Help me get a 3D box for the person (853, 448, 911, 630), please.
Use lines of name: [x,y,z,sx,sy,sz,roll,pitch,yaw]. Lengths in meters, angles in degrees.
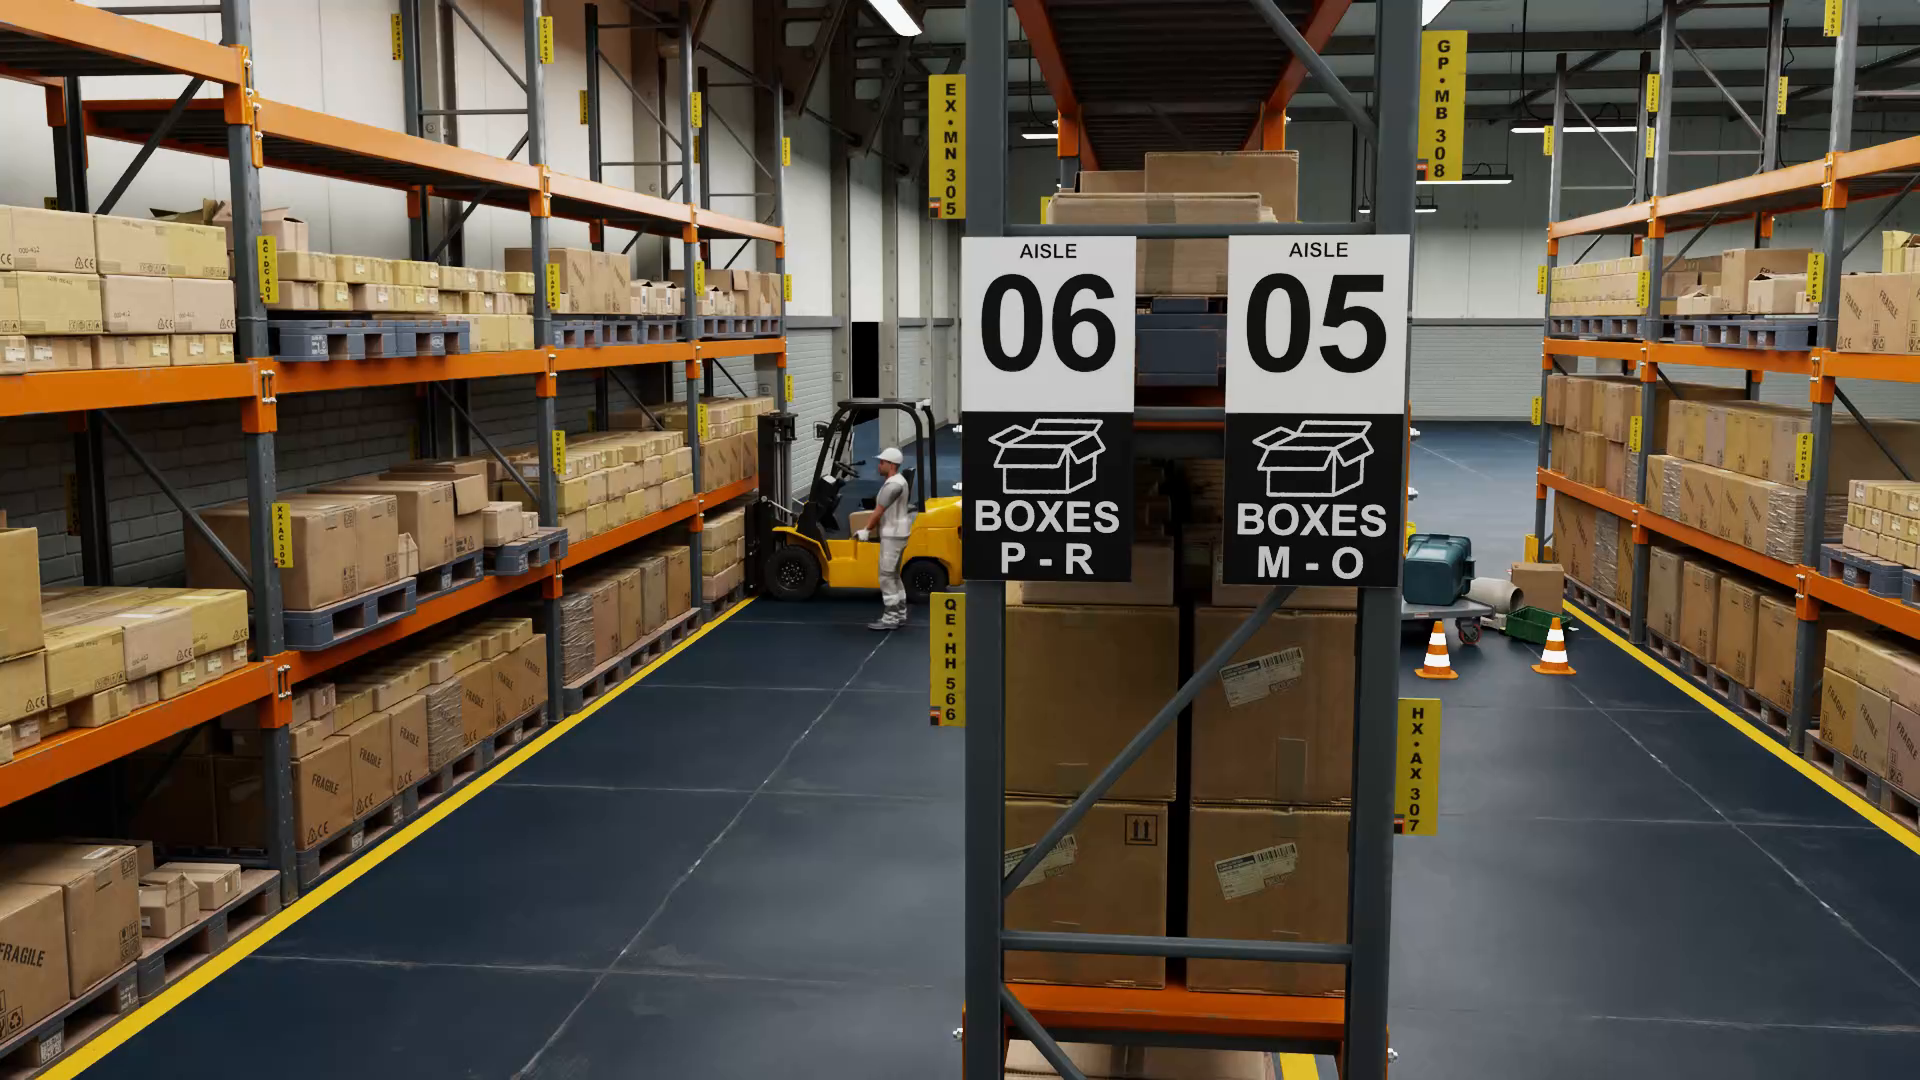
person: [-0.757,-0.016,16.323,0.556,1.786,0.495,1,8,5]
